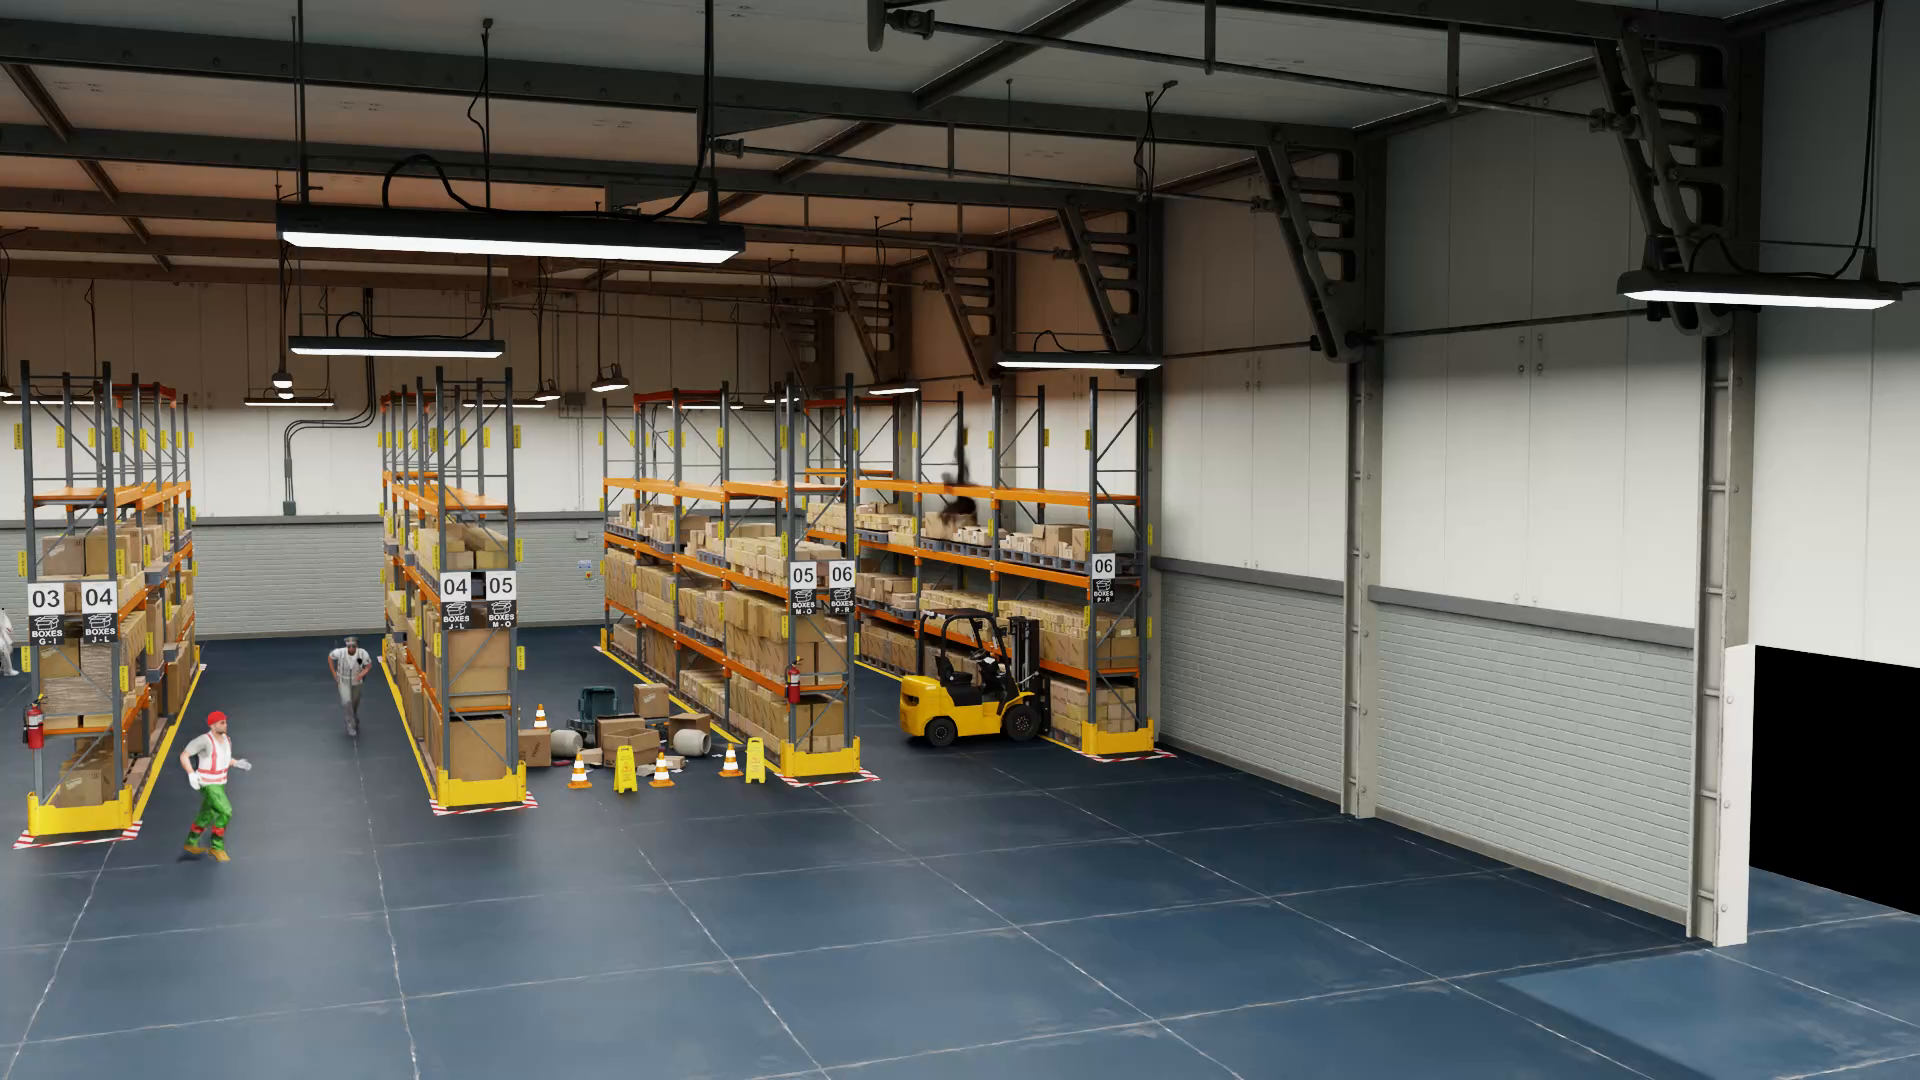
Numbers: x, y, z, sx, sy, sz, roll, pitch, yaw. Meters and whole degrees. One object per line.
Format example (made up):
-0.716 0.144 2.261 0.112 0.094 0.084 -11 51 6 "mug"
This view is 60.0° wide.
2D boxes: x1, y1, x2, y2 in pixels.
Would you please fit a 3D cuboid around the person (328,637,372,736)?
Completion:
-10.456 2.481 28.535 0.705 1.720 1.030 -1 4 -20 "person"

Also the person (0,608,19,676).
-20.284 2.042 35.003 0.683 1.696 0.777 1 4 21 "person"

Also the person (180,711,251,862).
-8.912 2.941 19.829 0.864 1.824 0.587 0 3 6 "person"
